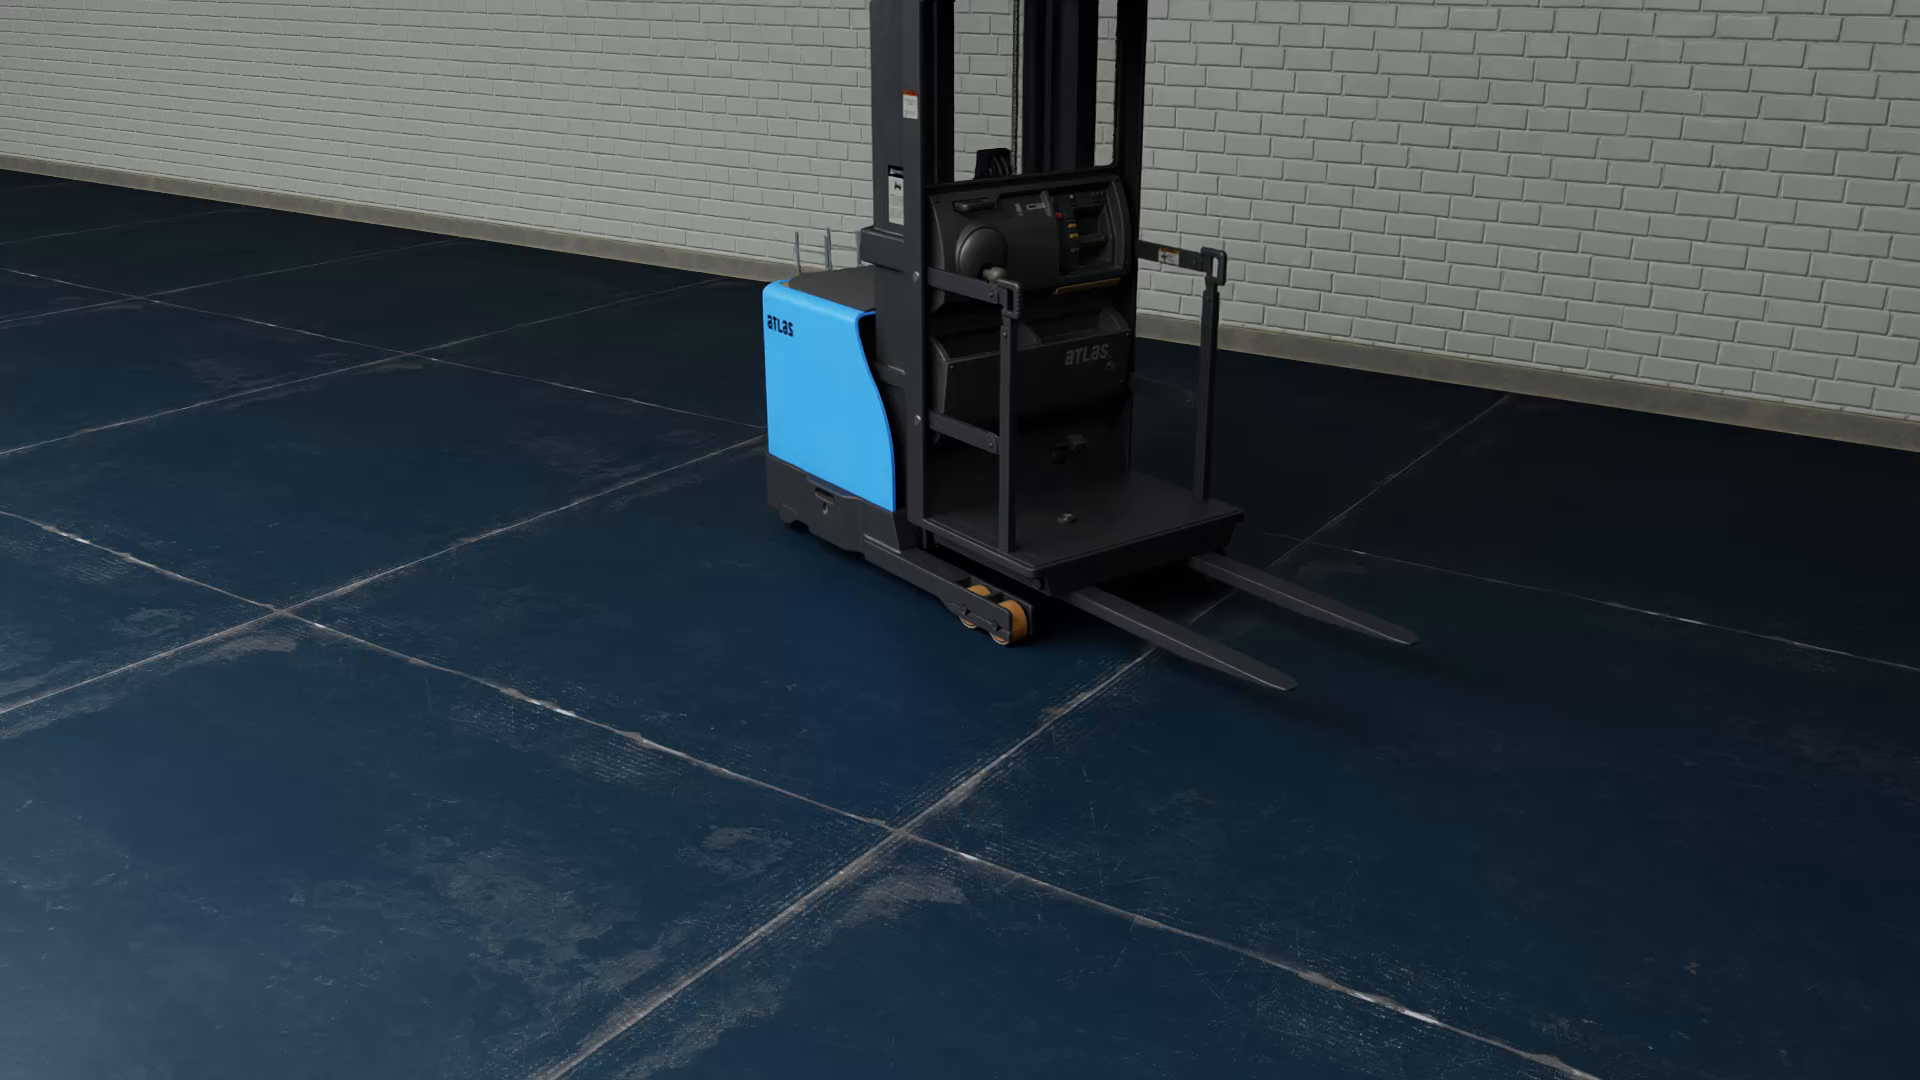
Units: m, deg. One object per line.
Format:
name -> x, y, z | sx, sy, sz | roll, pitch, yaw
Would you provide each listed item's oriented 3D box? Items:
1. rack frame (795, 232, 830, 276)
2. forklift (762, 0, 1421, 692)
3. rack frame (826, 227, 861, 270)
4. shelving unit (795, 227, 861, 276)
rack frame -> -0.657, -0.821, 7.737 | 0.006, 1.200, 0.240 | -17, 24, -39
forklift -> 0.411, -1.174, 6.215 | 1.130, 2.935, 3.031 | -14, 25, -34
rack frame -> -0.521, -0.864, 7.852 | 0.006, 1.200, 0.240 | -17, 24, -39
shelving unit -> -0.589, -0.842, 7.794 | 0.189, 1.200, 0.258 | -17, 24, -39
